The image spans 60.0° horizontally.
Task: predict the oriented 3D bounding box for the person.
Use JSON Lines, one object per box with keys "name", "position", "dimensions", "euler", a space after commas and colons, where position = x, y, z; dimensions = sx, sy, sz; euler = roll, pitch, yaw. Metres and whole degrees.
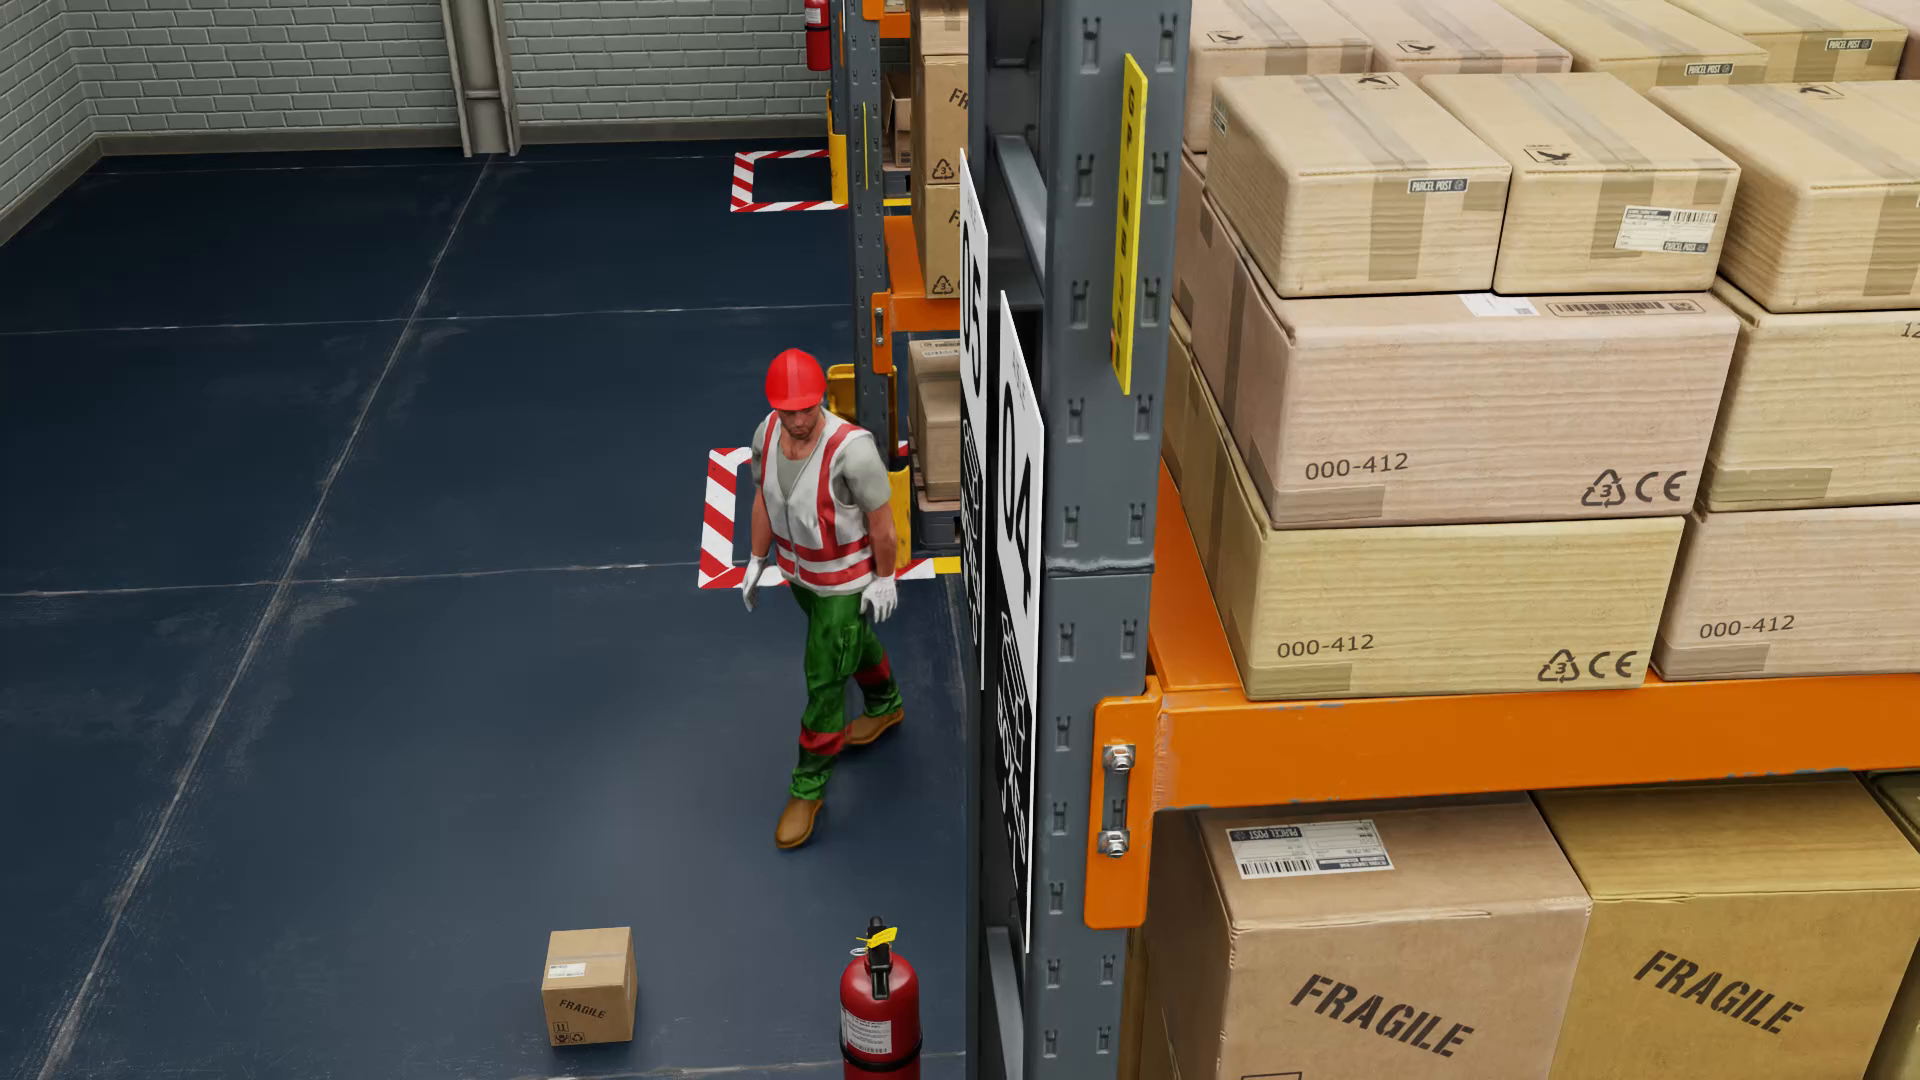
{"name": "person", "position": [-0.504, 0.129, 5.878], "dimensions": [0.550, 1.765, 0.840], "euler": [25, 39, 35]}
